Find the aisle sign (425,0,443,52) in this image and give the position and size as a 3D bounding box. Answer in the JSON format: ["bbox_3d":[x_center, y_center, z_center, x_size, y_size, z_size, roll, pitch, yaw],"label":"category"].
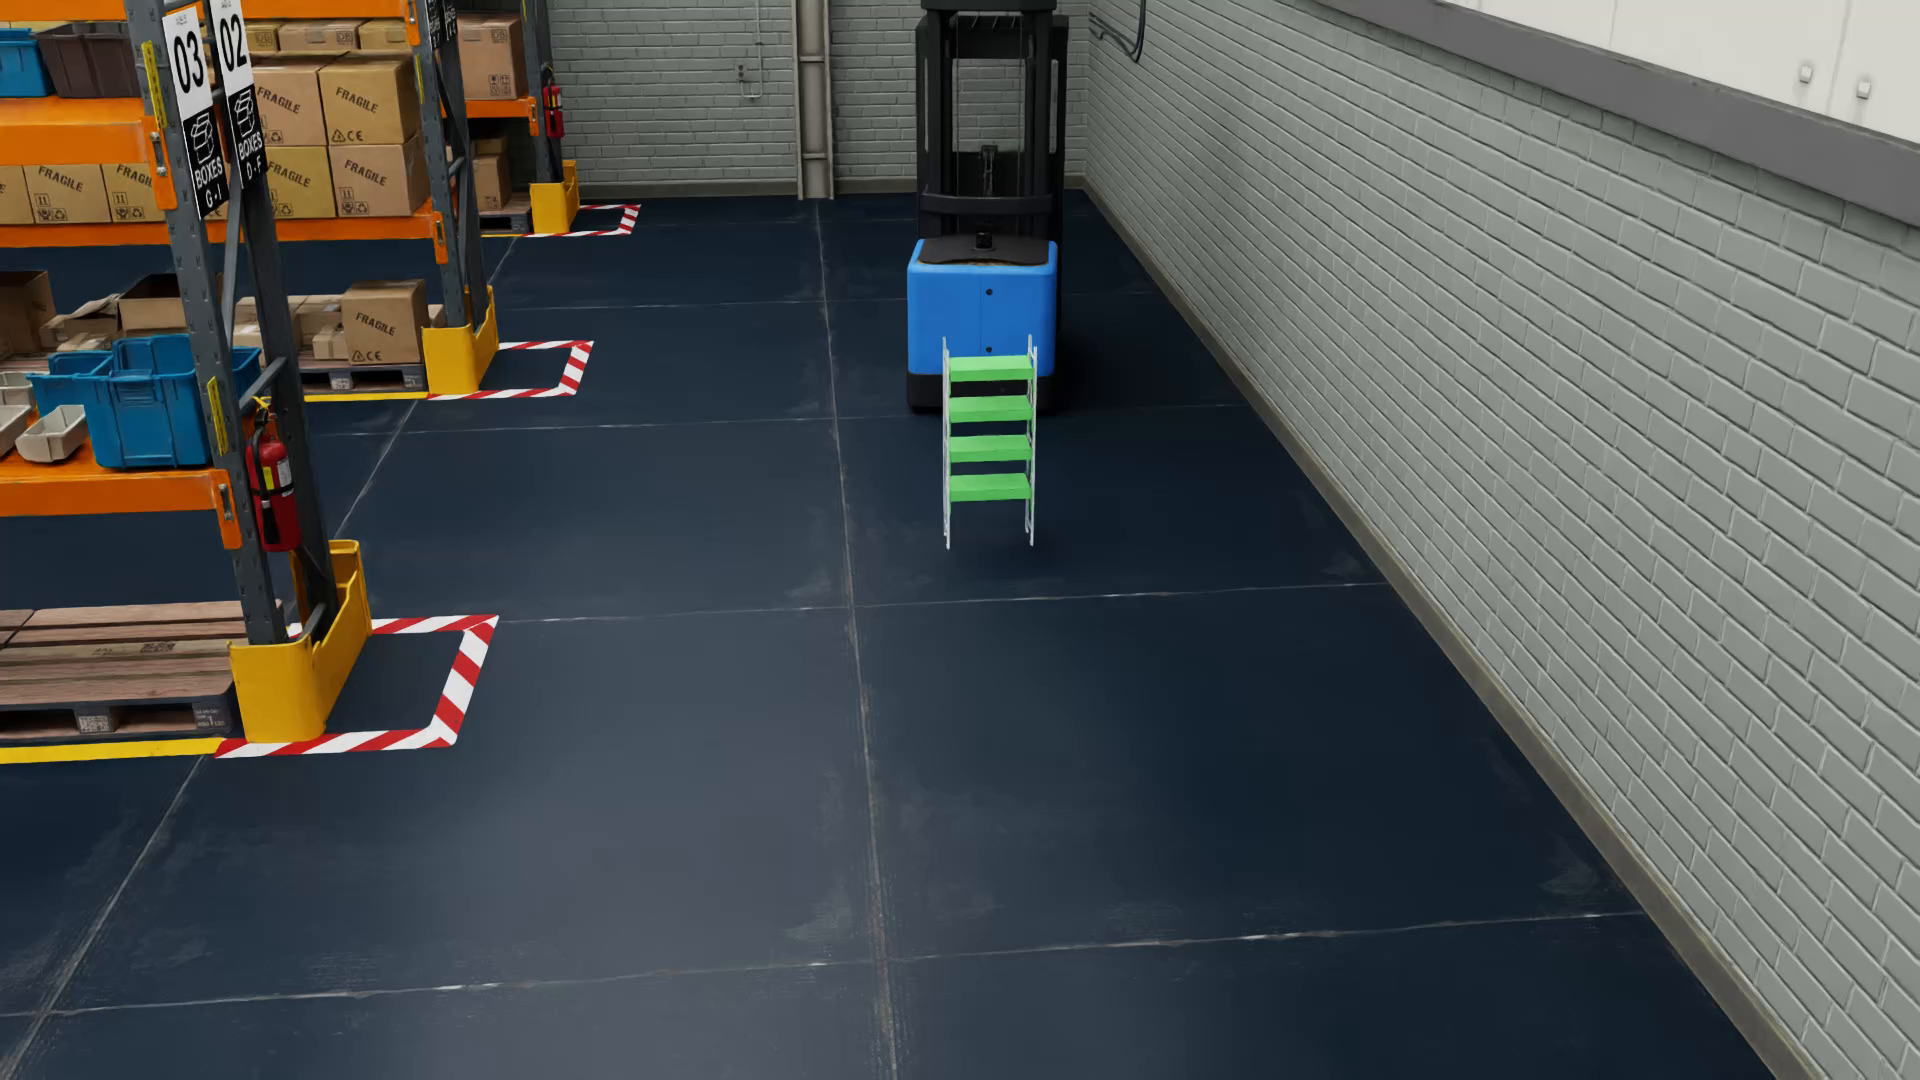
[{"bbox_3d":[-3.590,-3.737,11.264,0.004,0.787,0.394,-2,24,-5],"label":"aisle sign"}]

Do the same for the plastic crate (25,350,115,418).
[{"bbox_3d":[-4.138,-0.716,7.800,0.300,0.233,0.416,-2,24,-5],"label":"plastic crate"}]

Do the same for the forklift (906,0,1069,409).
[{"bbox_3d":[0.242,-2.811,12.465,1.130,2.935,3.031,2,24,3],"label":"forklift"}]

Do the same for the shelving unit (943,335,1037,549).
[{"bbox_3d":[0.165,-0.555,9.521,0.503,1.200,0.258,-2,24,-5],"label":"shelving unit"}]

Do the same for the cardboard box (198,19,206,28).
[{"bbox_3d":[-7.618,-4.665,16.183,0.700,0.700,0.980,-2,24,-4],"label":"cardboard box"}]

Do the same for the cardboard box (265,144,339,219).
[{"bbox_3d":[-4.623,-2.566,11.707,0.500,0.500,0.500,-2,24,-5],"label":"cardboard box"}]

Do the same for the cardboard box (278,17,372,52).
[{"bbox_3d":[-6.168,-4.725,16.317,0.700,0.700,0.980,-3,24,-8],"label":"cardboard box"}]

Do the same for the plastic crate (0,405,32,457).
[{"bbox_3d":[-4.288,-0.463,7.350,0.243,0.136,0.396,-2,24,-5],"label":"plastic crate"}]

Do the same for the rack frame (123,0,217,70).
[{"bbox_3d":[-3.205,-3.409,6.341,0.127,3.000,1.000,-2,24,-5],"label":"rack frame"}]

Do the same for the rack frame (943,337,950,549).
[{"bbox_3d":[-0.078,-0.545,9.499,0.015,1.200,0.240,-2,24,-5],"label":"rack frame"}]

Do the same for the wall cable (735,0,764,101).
[{"bbox_3d":[-2.997,-5.570,17.338,1.851,1.984,0.084,-2,24,-5],"label":"wall cable"}]

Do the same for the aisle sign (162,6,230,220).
[{"bbox_3d":[-3.104,-1.740,6.772,0.004,0.787,0.394,-2,24,-5],"label":"aisle sign"}]

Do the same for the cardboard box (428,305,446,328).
[{"bbox_3d":[-4.138,-1.691,12.829,0.250,0.149,0.380,-2,24,-5],"label":"cardboard box"}]

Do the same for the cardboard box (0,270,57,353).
[{"bbox_3d":[-7.130,-1.707,12.433,0.500,0.500,0.500,-2,24,-5],"label":"cardboard box"}]

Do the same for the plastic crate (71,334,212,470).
[{"bbox_3d":[-3.520,-0.623,7.340,0.499,0.435,0.616,-2,24,-5],"label":"plastic crate"}]

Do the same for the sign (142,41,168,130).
[{"bbox_3d":[-3.135,-1.769,6.473,0.005,0.325,0.100,-2,24,-5],"label":"sign"}]

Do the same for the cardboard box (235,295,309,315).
[{"bbox_3d":[-5.252,-1.668,12.653,0.500,0.250,0.500,-2,24,-5],"label":"cardboard box"}]

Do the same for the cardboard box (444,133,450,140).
[{"bbox_3d":[-5.265,-4.015,16.853,0.250,0.149,0.380,-2,24,-5],"label":"cardboard box"}]

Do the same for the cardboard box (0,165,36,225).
[{"bbox_3d":[-6.625,-2.488,11.532,0.500,0.500,0.500,-2,24,-4],"label":"cardboard box"}]

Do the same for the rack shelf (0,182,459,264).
[{"bbox_3d":[-5.678,-2.262,12.031,4.000,0.370,1.077,-2,24,-5],"label":"rack shelf"}]

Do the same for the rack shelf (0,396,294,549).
[{"bbox_3d":[-5.195,-0.259,7.526,4.000,0.370,1.077,-2,24,-5],"label":"rack shelf"}]

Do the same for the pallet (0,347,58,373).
[{"bbox_3d":[-6.985,-1.263,12.332,1.213,0.211,1.003,-2,24,-5],"label":"pallet"}]

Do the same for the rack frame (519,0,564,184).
[{"bbox_3d":[-4.179,-4.672,16.569,0.127,3.000,1.000,-2,24,-5],"label":"rack frame"}]

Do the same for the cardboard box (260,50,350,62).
[{"bbox_3d":[-4.675,-3.238,11.987,0.500,0.500,0.500,-2,24,-5],"label":"cardboard box"}]

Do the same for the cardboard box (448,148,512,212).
[{"bbox_3d":[-4.865,-3.654,16.838,0.500,0.500,0.700,-2,24,-5],"label":"cardboard box"}]

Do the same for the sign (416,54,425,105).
[{"bbox_3d":[-3.653,-3.119,11.259,0.005,0.325,0.100,-2,24,-5],"label":"sign"}]

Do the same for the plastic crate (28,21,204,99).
[{"bbox_3d":[-3.615,-2.076,7.196,0.590,0.269,0.497,-2,24,-5],"label":"plastic crate"}]

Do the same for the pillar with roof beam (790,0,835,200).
[{"bbox_3d":[-1.154,-6.131,12.465,0.400,9.000,9.100,-2,24,-5],"label":"pillar with roof beam"}]

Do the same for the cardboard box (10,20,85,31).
[{"bbox_3d":[-8.599,-4.924,15.698,0.500,0.250,0.500,-2,24,-4],"label":"cardboard box"}]

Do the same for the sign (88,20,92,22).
[{"bbox_3d":[-8.096,-4.787,15.498,0.005,0.325,0.100,-2,24,-5],"label":"sign"}]

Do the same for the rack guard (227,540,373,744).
[{"bbox_3d":[-3.182,0.468,8.081,0.348,0.500,1.175,-2,24,-5],"label":"rack guard"}]

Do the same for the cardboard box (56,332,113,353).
[{"bbox_3d":[-6.370,-1.385,12.119,0.250,0.166,0.380,-2,24,-5],"label":"cardboard box"}]

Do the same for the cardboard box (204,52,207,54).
[{"bbox_3d":[-5.679,-3.199,11.900,0.500,0.500,0.500,-3,24,-6],"label":"cardboard box"}]

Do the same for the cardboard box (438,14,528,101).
[{"bbox_3d":[-4.685,-4.785,16.453,0.700,0.700,0.980,-1,24,-3],"label":"cardboard box"}]

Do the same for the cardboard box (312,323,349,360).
[{"bbox_3d":[-4.617,-1.476,12.323,0.250,0.166,0.380,-2,24,-5],"label":"cardboard box"}]

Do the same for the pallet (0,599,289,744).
[{"bbox_3d":[-4.029,0.624,8.087,1.213,0.211,1.003,-2,24,-5],"label":"pallet"}]

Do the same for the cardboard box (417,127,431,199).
[{"bbox_3d":[-4.155,-2.805,12.244,0.500,0.500,0.500,-2,24,-4],"label":"cardboard box"}]

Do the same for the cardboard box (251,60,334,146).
[{"bbox_3d":[-4.607,-3.023,11.505,0.500,0.500,0.500,-2,24,-4],"label":"cardboard box"}]

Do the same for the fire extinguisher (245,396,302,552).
[{"bbox_3d":[-3.010,-0.285,7.251,0.183,0.674,0.296,-2,24,-5],"label":"fire extinguisher"}]

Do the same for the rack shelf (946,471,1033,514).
[{"bbox_3d":[0.165,-0.277,9.645,0.480,0.148,0.258,-2,24,-5],"label":"rack shelf"}]

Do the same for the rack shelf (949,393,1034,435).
[{"bbox_3d":[0.165,-0.716,9.450,0.480,0.148,0.258,-2,24,-5],"label":"rack shelf"}]

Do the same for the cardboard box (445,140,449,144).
[{"bbox_3d":[-5.230,-3.861,16.505,0.250,0.149,0.380,-2,24,-4],"label":"cardboard box"}]

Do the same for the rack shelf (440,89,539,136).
[{"bbox_3d":[-6.169,-4.264,16.535,4.000,0.370,1.077,-2,24,-5],"label":"rack shelf"}]

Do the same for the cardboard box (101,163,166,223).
[{"bbox_3d":[-5.621,-2.528,11.622,0.500,0.500,0.500,-3,24,-6],"label":"cardboard box"}]

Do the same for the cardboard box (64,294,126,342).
[{"bbox_3d":[-6.383,-1.650,12.539,0.500,0.311,0.500,-2,24,-5],"label":"cardboard box"}]
